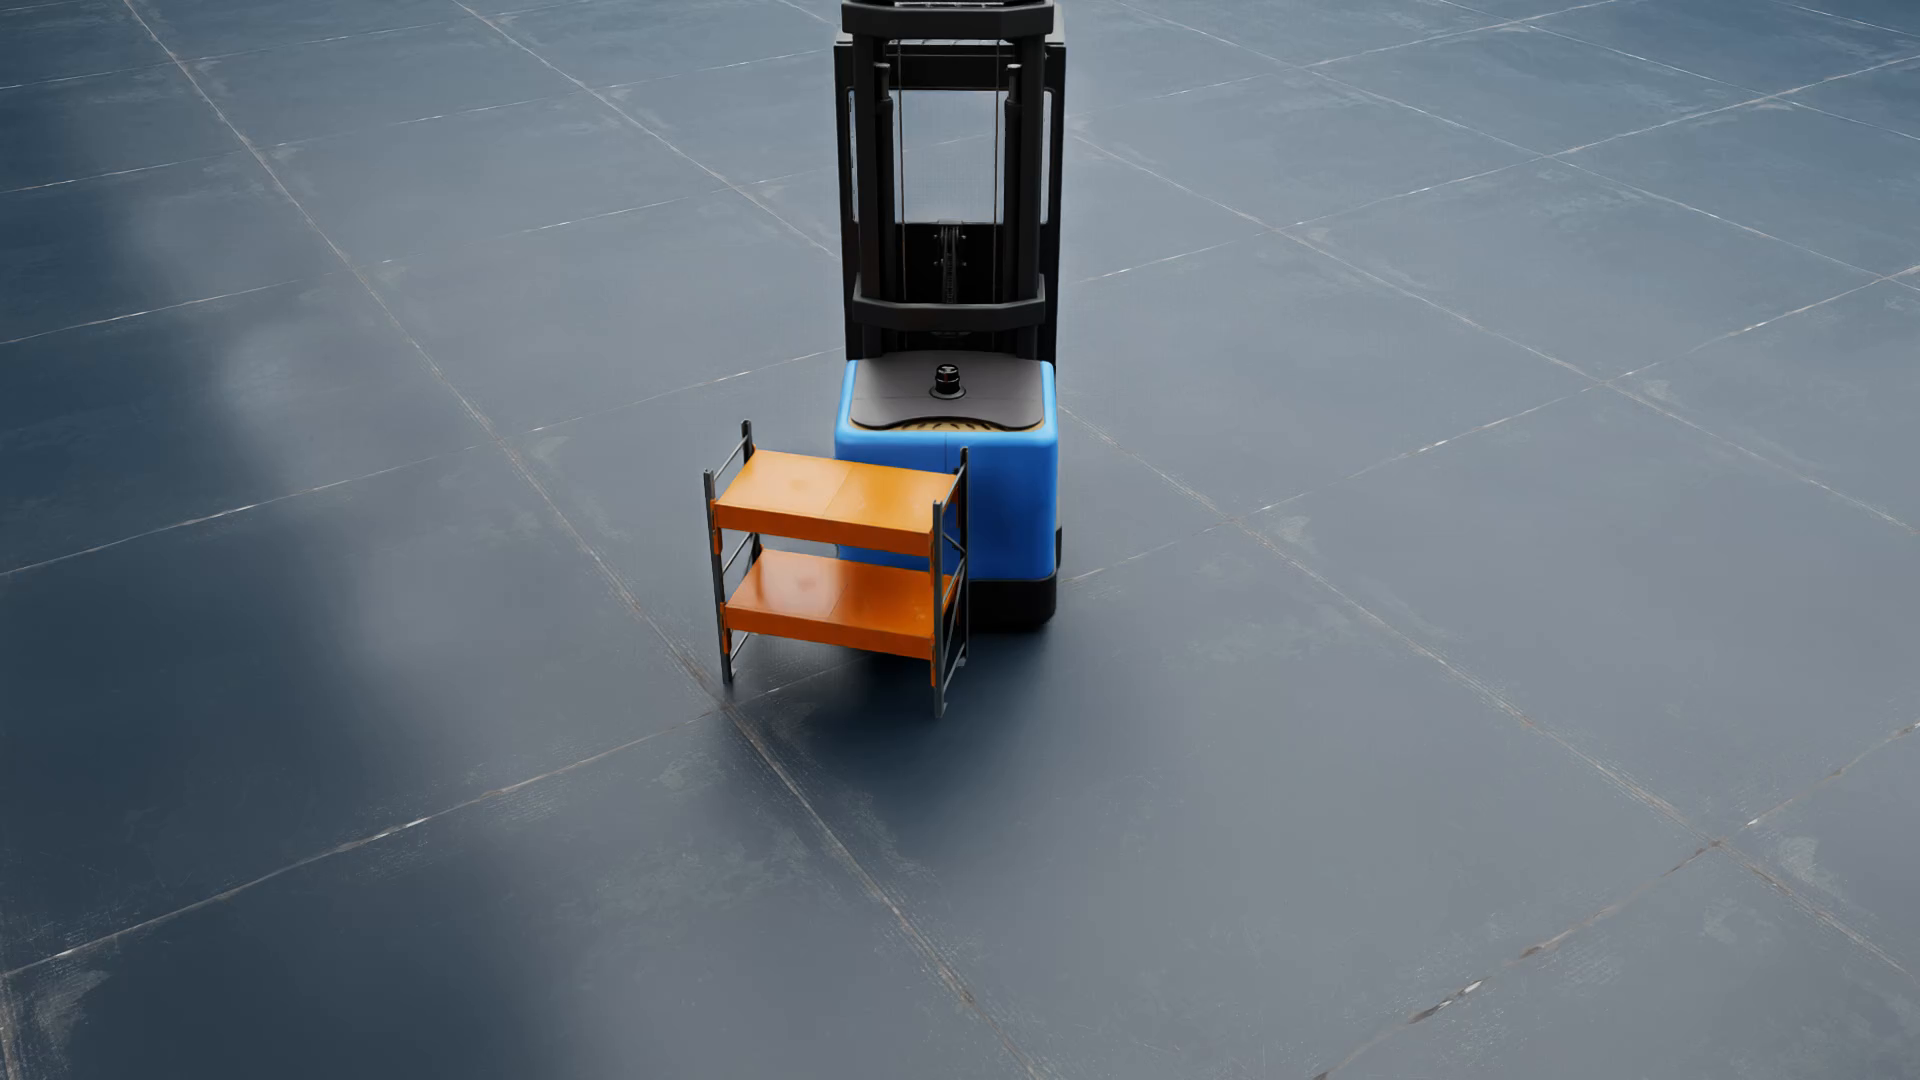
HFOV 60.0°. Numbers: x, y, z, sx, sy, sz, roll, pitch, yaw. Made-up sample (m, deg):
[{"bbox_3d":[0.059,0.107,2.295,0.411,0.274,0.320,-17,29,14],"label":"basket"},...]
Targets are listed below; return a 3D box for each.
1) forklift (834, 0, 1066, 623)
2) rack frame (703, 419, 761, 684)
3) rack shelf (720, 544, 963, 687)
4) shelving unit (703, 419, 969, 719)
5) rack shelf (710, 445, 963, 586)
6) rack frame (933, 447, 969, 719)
[{"bbox_3d":[-0.043,-1.593,8.528,1.130,2.935,3.031,0,32,1],"label":"forklift"},{"bbox_3d":[-1.021,0.060,7.600,0.032,1.125,0.500,8,33,12],"label":"rack frame"},{"bbox_3d":[-0.529,0.335,7.622,1.000,0.278,0.538,8,33,12],"label":"rack shelf"},{"bbox_3d":[-0.529,0.129,7.491,1.048,1.125,0.538,8,33,12],"label":"shelving unit"},{"bbox_3d":[-0.529,-0.119,7.335,1.000,0.278,0.538,8,33,12],"label":"rack shelf"},{"bbox_3d":[-0.037,0.197,7.383,0.032,1.125,0.500,8,33,12],"label":"rack frame"}]
